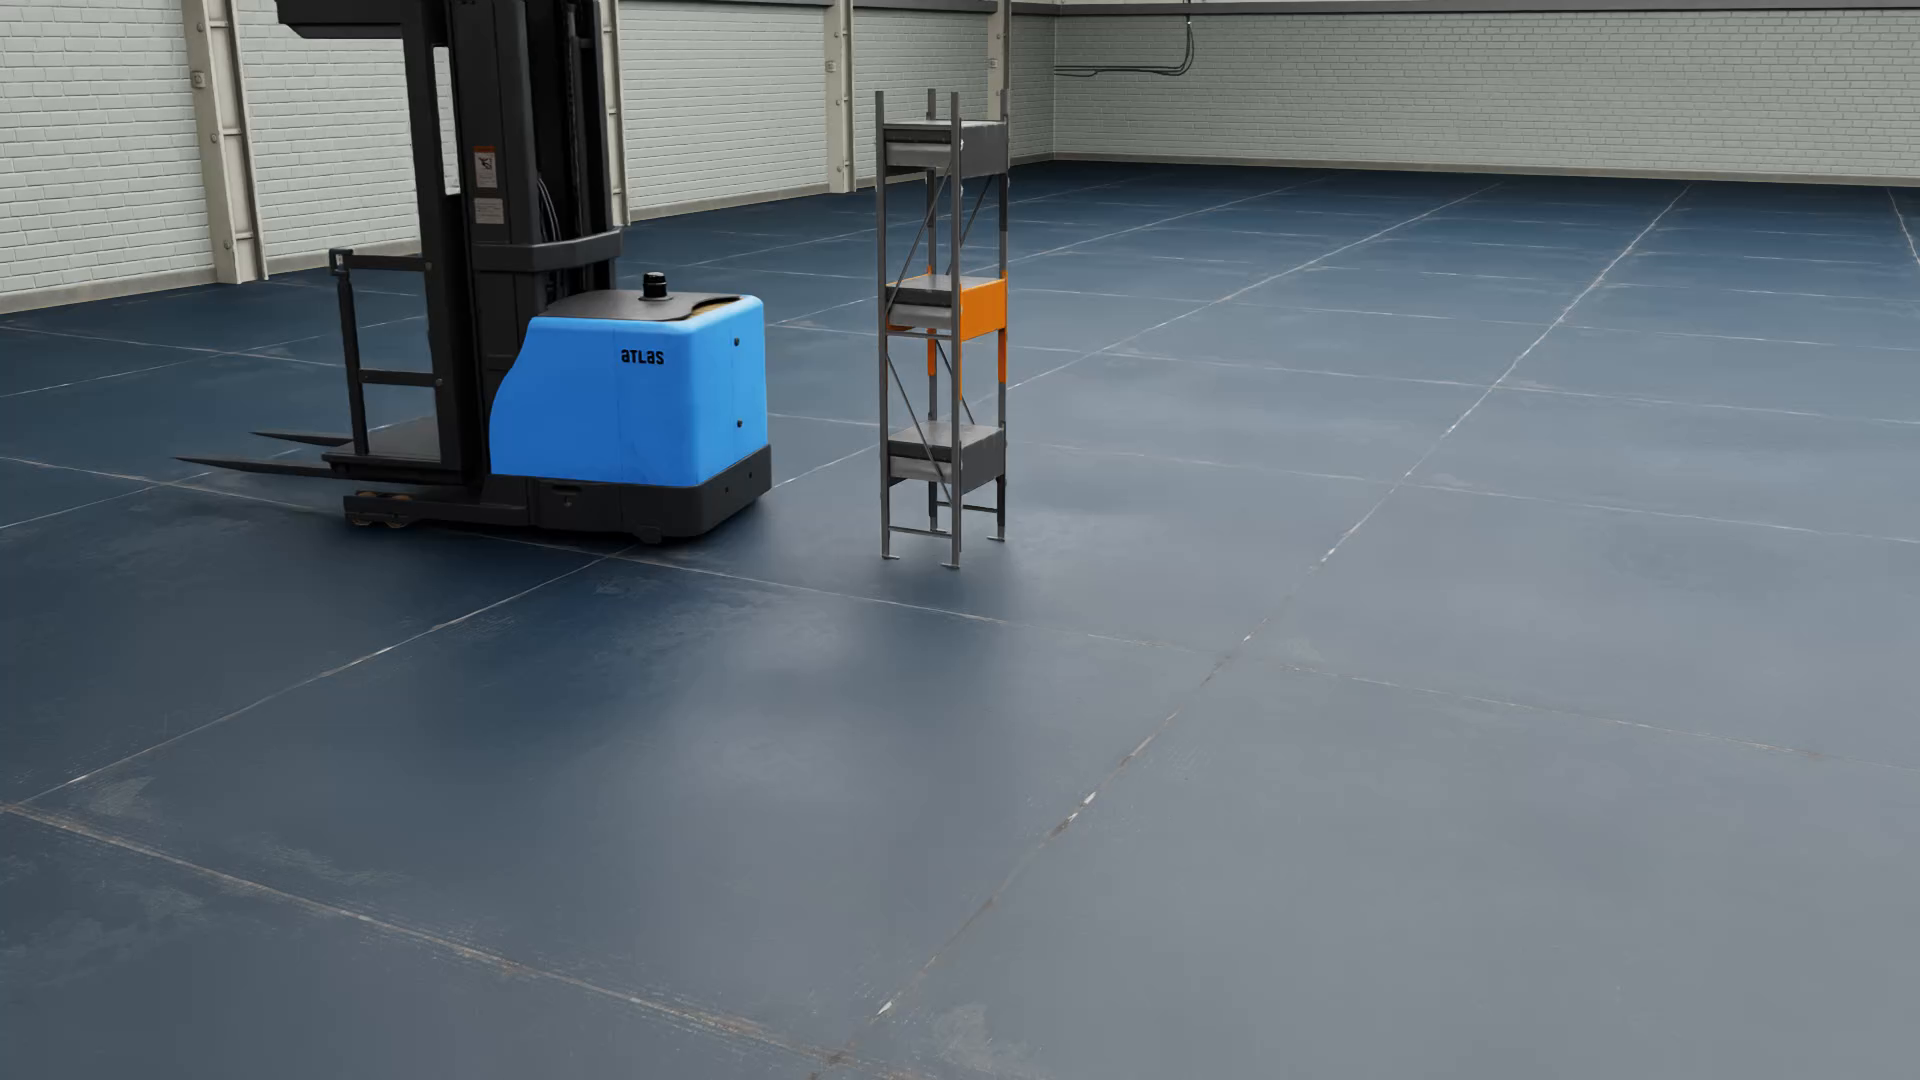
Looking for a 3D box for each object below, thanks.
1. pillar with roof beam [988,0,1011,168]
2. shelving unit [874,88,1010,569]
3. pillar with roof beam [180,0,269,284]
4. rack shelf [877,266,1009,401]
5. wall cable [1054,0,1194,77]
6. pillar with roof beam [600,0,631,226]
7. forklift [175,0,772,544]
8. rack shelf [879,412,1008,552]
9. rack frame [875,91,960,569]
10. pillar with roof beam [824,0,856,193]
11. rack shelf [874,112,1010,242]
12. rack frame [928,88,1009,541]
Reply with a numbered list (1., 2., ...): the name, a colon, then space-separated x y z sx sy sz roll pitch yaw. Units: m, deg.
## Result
1. pillar with roof beam: 4.603 -10.987 29.211 9.100 9.000 0.400 8 18 25
2. shelving unit: -0.074 -0.964 7.583 0.431 2.100 0.503 8 18 25
3. pillar with roof beam: -3.440 -6.402 13.775 9.100 9.000 0.400 8 18 25
4. rack shelf: -0.074 -0.951 7.587 0.431 0.518 0.480 8 18 25
5. wall cable: 3.251 -10.629 33.458 3.097 2.526 0.112 8 18 25
6. pillar with roof beam: -0.759 -7.931 18.920 9.100 9.000 0.400 8 18 25
7. forklift: -2.557 -1.600 8.264 3.031 2.935 1.130 4 17 15
8. rack shelf: -0.074 -0.280 7.787 0.431 0.518 0.480 8 18 25
9. rack frame: -0.183 -0.902 7.374 0.400 2.100 0.015 8 18 25
10. pillar with roof beam: 1.922 -9.459 24.066 9.100 9.000 0.400 8 18 25
11. rack shelf: -0.074 -1.622 7.388 0.431 0.518 0.480 8 18 25
12. rack frame: 0.035 -1.027 7.793 0.400 2.100 0.015 8 18 25
